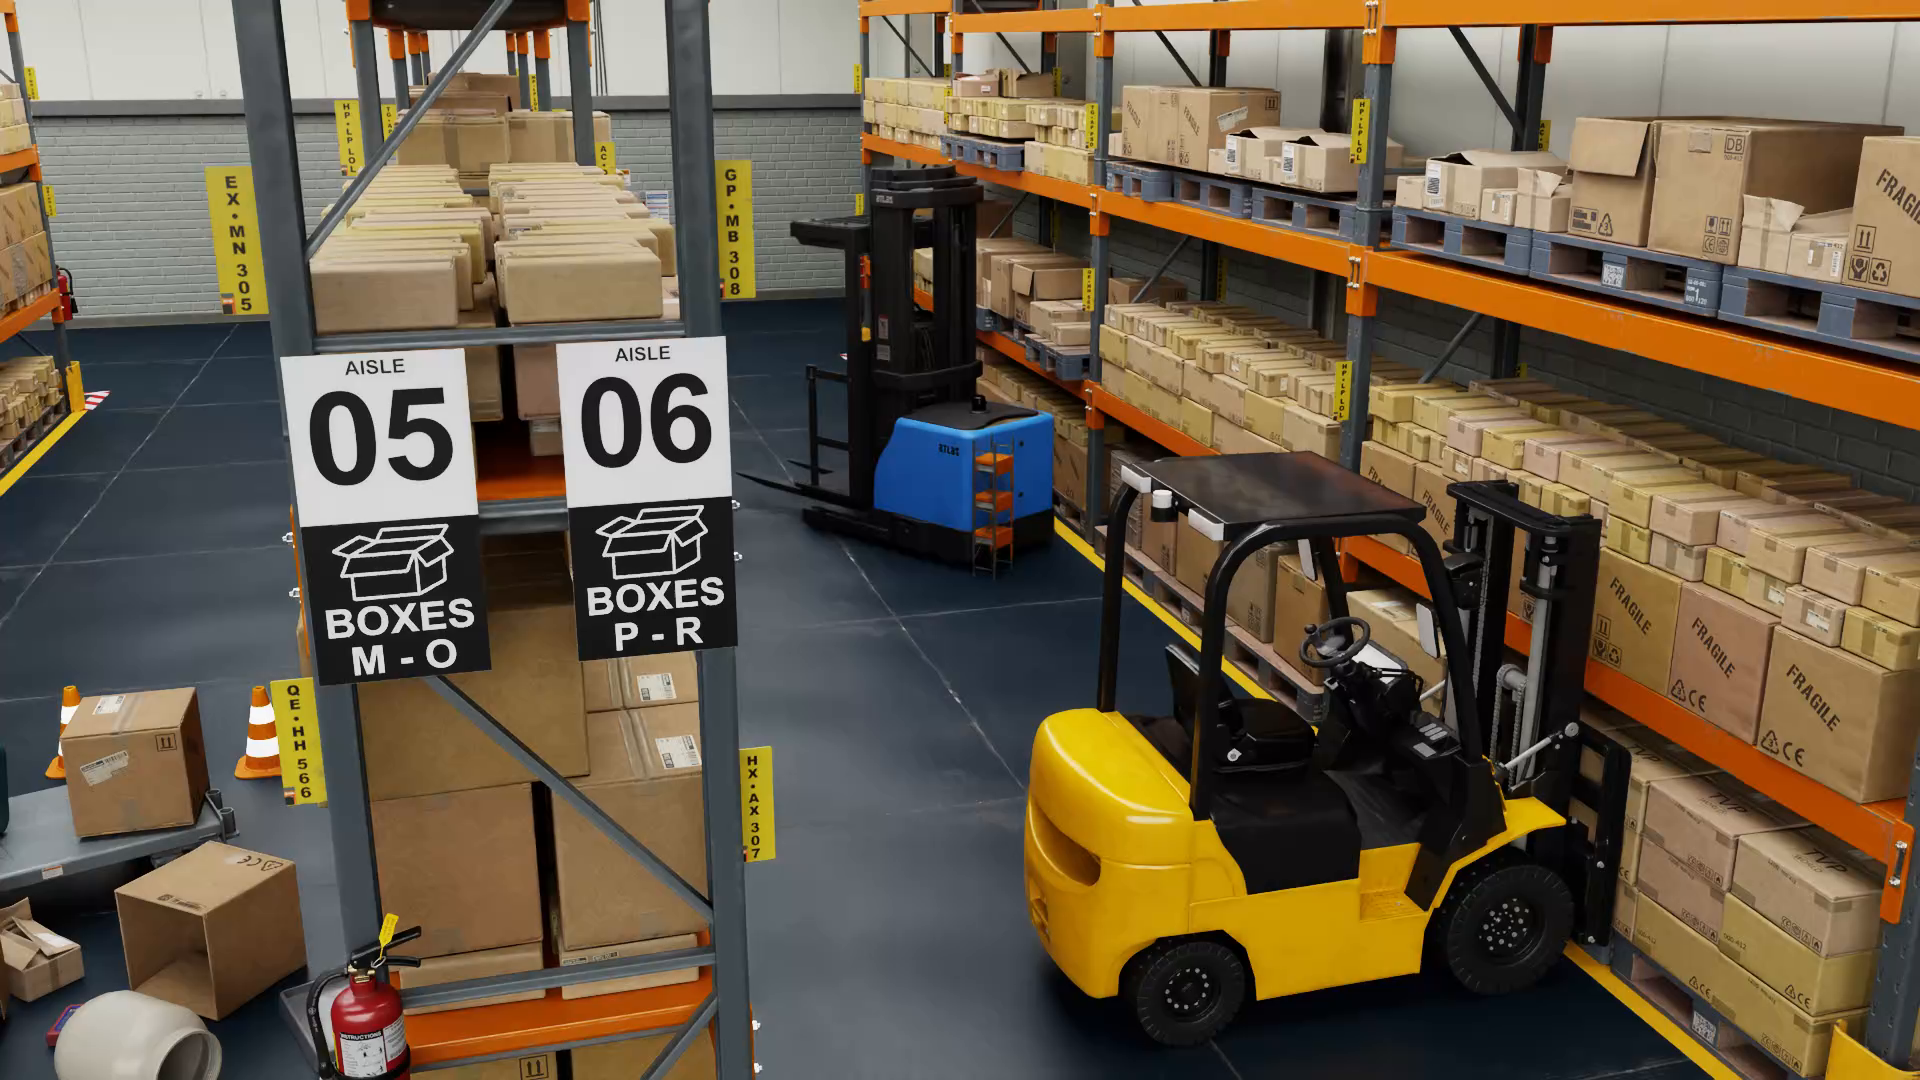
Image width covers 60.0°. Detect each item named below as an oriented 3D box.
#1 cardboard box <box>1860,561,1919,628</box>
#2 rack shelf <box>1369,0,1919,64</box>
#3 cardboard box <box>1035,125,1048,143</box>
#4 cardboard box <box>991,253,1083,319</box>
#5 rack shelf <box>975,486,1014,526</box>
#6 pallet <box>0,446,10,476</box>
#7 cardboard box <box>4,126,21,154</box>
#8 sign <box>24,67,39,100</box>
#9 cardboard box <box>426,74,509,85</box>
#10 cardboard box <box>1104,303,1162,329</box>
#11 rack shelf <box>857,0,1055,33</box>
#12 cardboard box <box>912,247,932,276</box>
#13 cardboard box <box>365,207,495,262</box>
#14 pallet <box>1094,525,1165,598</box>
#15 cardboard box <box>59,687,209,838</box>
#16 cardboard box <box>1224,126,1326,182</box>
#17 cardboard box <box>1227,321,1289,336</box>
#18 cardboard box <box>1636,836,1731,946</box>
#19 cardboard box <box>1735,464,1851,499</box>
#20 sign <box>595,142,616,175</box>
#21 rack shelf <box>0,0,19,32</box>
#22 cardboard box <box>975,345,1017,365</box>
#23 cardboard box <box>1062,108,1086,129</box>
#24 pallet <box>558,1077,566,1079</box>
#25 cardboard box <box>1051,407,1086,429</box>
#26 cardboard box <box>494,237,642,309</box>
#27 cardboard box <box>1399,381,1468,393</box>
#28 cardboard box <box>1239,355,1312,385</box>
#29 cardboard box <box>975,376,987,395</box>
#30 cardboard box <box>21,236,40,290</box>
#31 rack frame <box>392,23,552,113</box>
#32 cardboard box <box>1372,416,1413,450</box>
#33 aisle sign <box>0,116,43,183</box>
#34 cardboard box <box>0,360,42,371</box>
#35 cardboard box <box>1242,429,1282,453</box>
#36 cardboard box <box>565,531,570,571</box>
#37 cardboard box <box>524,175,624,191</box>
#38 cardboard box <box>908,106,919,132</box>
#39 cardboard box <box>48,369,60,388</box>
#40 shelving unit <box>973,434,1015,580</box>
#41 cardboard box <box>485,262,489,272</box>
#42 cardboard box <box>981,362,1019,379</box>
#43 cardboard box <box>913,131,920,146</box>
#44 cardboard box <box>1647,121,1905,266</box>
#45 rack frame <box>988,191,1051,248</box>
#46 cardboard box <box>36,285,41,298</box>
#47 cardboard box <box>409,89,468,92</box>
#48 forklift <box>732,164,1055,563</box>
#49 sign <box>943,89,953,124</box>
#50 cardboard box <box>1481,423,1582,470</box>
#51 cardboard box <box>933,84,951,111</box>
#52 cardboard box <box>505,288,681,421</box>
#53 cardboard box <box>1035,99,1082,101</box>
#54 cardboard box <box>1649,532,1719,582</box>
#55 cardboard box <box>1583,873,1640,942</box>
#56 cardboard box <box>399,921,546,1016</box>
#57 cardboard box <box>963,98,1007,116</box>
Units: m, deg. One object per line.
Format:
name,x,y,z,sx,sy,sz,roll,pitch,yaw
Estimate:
cardboard box,3.406,0.182,5.814,0.380,0.149,0.250,-5,17,-15
rack shelf,3.157,-2.125,6.830,1.077,0.370,4.000,-5,17,-15
cardboard box,0.851,-3.440,14.045,0.380,0.149,0.250,-4,17,-14
cardboard box,0.685,-2.291,14.962,0.700,0.500,0.500,-5,17,-16
rack shelf,0.252,-0.237,12.454,0.215,0.259,0.240,12,20,34
pallet,-9.313,-0.589,15.045,1.003,0.211,1.213,-5,17,-15
cardboard box,-9.667,-3.967,16.491,0.500,0.250,0.500,-5,17,-15
sign,-9.654,-4.747,17.287,0.100,0.325,0.005,-5,17,-15
cardboard box,-4.764,-4.266,16.143,0.797,0.503,0.637,-3,17,-11
cardboard box,1.313,-1.695,12.578,0.380,0.149,0.250,-4,17,-14
rack shelf,-0.141,-5.634,17.823,1.077,0.370,4.000,-5,17,-15
cardboard box,-0.242,-3.023,18.044,0.500,0.250,0.500,-5,17,-16
cardboard box,-1.690,-0.970,5.304,0.380,0.149,0.250,-5,17,-17
pallet,1.697,0.119,12.690,1.003,0.211,1.213,-5,17,-15
cardboard box,-3.867,1.036,7.818,0.500,0.500,0.500,-5,17,-15
cardboard box,1.963,-2.377,10.190,0.500,0.311,0.500,-5,18,-17
cardboard box,2.116,-1.451,11.768,0.380,0.149,0.250,-5,17,-16
cardboard box,3.145,1.392,6.784,0.500,0.250,0.500,-5,17,-16
cardboard box,3.567,-0.213,7.130,0.380,0.149,0.250,-5,17,-17
sign,-1.644,-1.677,7.708,0.100,0.325,0.005,-5,17,-15
rack shelf,-9.644,-4.822,15.117,1.077,0.370,4.000,-5,17,-15
cardboard box,0.369,-1.823,16.277,0.380,0.149,0.250,-6,18,-18
cardboard box,1.037,-3.368,13.287,0.380,0.149,0.250,-5,18,-17
pallet,-1.275,2.246,5.609,1.003,0.211,1.213,-5,17,-15
cardboard box,0.994,-1.028,14.148,0.380,0.149,0.250,-5,18,-17
cardboard box,-1.051,-0.722,4.479,0.380,0.149,0.250,-5,17,-15
cardboard box,2.717,-0.814,9.646,0.380,0.149,0.250,-5,17,-17
cardboard box,1.984,-1.058,10.459,0.380,0.149,0.250,-5,17,-17
cardboard box,0.326,-1.406,16.535,0.500,0.500,0.500,-4,17,-13
cardboard box,-9.686,-2.791,16.839,0.500,0.500,0.500,-5,17,-16
rack frame,-3.263,-3.927,10.884,1.000,3.000,0.127,-5,17,-15
cardboard box,2.442,-0.591,8.903,0.380,0.149,0.250,-5,17,-16
aisle sign,-9.925,-4.137,17.490,0.394,0.787,0.004,-5,17,-15
cardboard box,-9.790,-1.768,17.315,0.380,0.149,0.250,-4,17,-14
cardboard box,2.074,-0.527,10.252,0.500,0.250,0.500,-5,17,-16
cardboard box,-1.790,-0.057,5.999,0.700,0.500,0.500,-5,17,-16
cardboard box,-1.539,-1.369,6.633,0.380,0.149,0.250,-4,17,-14
cardboard box,-0.247,-4.460,17.617,0.500,0.250,0.500,-4,17,-14
cardboard box,-9.774,-1.702,17.614,0.380,0.149,0.250,-5,17,-17
shelving unit,0.252,-0.248,12.451,0.215,1.050,0.252,12,20,34
cardboard box,-1.749,-0.751,5.268,0.500,0.250,0.500,-4,17,-14
cardboard box,0.402,-1.678,16.311,0.380,0.149,0.250,-5,17,-17
cardboard box,-0.287,-4.303,17.786,0.380,0.149,0.250,-5,17,-15
cardboard box,3.166,-1.363,6.483,0.700,0.500,0.500,-5,17,-15
rack frame,0.409,-2.554,16.741,1.000,3.000,0.127,-5,17,-15
cardboard box,-9.800,-2.588,17.290,0.380,0.149,0.250,-5,17,-15
cardboard box,-4.026,-3.204,12.788,0.500,0.500,0.500,-5,17,-15
forklift,-0.671,-1.561,13.553,3.031,2.935,1.130,15,22,40
sign,-0.111,-4.193,16.085,0.100,0.325,0.005,-5,17,-15
cardboard box,2.717,-0.447,7.906,0.380,0.149,0.250,-5,17,-16
cardboard box,0.039,-4.421,16.617,0.500,0.250,0.500,-5,17,-15
cardboard box,-0.947,-0.509,4.461,0.500,0.250,0.500,-5,17,-16
cardboard box,0.883,-3.903,15.032,0.380,0.149,0.250,-5,18,-17
cardboard box,3.055,0.048,6.776,0.380,0.149,0.250,-5,18,-17
cardboard box,3.018,1.499,7.299,0.500,0.250,0.500,-5,17,-15
cardboard box,-1.373,1.193,4.705,0.380,0.149,0.250,-4,17,-13
cardboard box,0.240,-4.003,15.366,0.380,0.149,0.250,-5,17,-16
